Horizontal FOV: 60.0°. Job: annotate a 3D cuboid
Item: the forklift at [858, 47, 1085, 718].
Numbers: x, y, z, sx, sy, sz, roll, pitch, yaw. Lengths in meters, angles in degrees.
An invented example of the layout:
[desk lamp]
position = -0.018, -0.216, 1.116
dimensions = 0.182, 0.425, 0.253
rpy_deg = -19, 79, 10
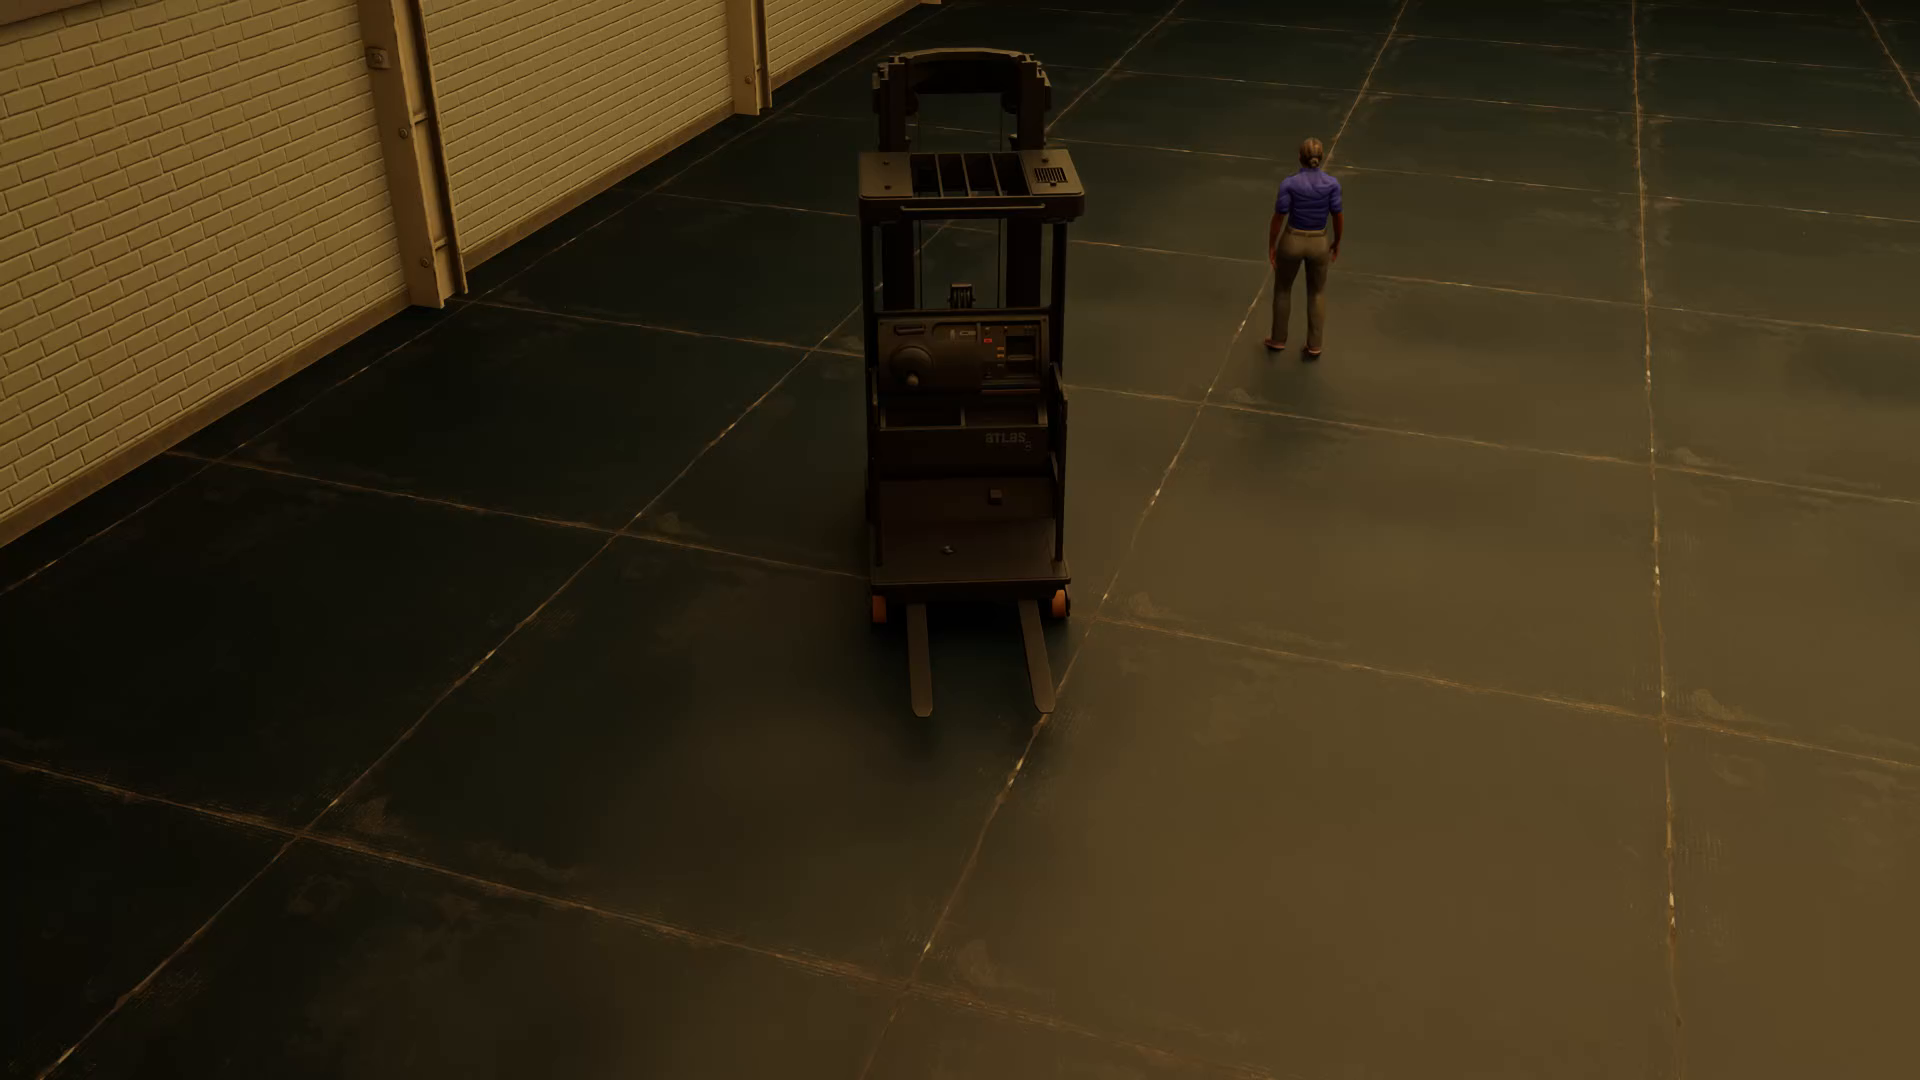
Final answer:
[forklift]
position = 0.035, -0.972, 8.842
dimensions = 1.130, 2.935, 3.031
rpy_deg = -2, 30, -3

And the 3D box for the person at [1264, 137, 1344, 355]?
[person]
position = 2.527, -2.159, 12.240
dimensions = 0.532, 1.678, 0.434
rpy_deg = 2, 30, 4
